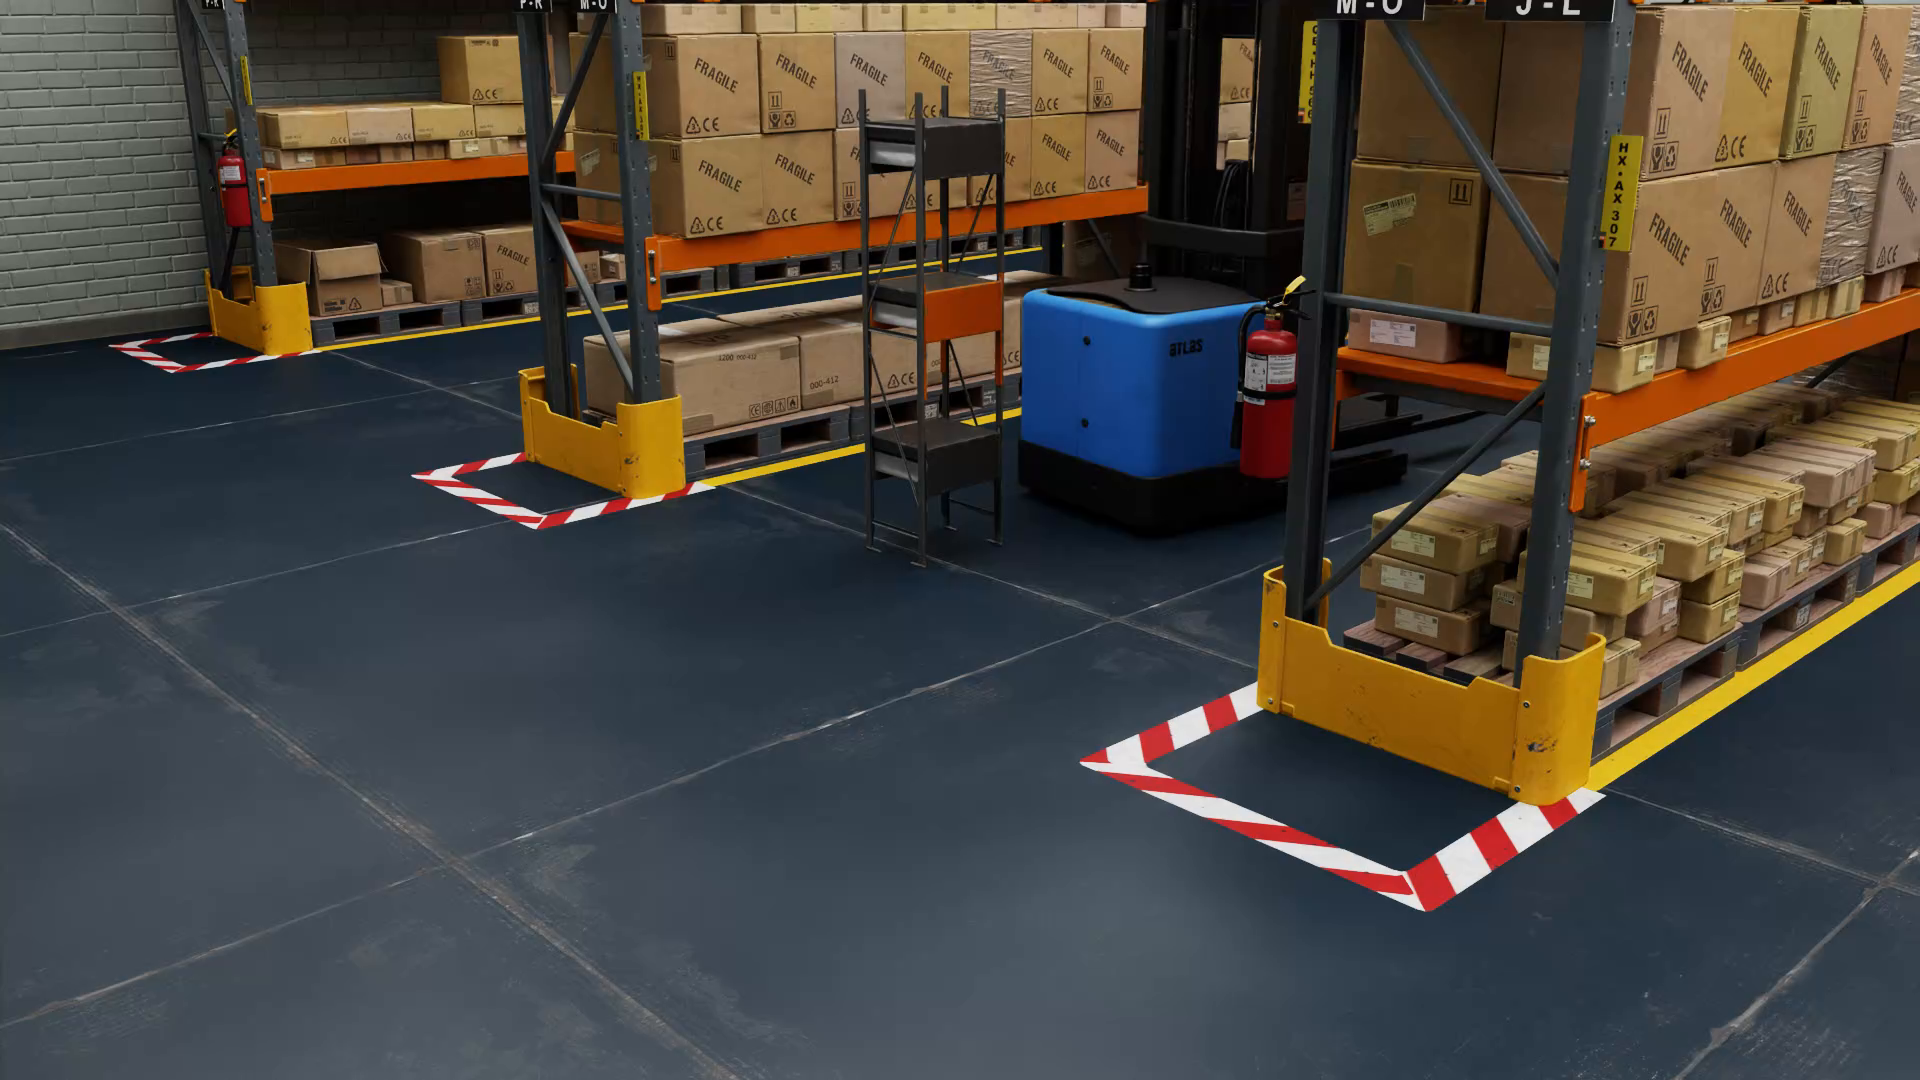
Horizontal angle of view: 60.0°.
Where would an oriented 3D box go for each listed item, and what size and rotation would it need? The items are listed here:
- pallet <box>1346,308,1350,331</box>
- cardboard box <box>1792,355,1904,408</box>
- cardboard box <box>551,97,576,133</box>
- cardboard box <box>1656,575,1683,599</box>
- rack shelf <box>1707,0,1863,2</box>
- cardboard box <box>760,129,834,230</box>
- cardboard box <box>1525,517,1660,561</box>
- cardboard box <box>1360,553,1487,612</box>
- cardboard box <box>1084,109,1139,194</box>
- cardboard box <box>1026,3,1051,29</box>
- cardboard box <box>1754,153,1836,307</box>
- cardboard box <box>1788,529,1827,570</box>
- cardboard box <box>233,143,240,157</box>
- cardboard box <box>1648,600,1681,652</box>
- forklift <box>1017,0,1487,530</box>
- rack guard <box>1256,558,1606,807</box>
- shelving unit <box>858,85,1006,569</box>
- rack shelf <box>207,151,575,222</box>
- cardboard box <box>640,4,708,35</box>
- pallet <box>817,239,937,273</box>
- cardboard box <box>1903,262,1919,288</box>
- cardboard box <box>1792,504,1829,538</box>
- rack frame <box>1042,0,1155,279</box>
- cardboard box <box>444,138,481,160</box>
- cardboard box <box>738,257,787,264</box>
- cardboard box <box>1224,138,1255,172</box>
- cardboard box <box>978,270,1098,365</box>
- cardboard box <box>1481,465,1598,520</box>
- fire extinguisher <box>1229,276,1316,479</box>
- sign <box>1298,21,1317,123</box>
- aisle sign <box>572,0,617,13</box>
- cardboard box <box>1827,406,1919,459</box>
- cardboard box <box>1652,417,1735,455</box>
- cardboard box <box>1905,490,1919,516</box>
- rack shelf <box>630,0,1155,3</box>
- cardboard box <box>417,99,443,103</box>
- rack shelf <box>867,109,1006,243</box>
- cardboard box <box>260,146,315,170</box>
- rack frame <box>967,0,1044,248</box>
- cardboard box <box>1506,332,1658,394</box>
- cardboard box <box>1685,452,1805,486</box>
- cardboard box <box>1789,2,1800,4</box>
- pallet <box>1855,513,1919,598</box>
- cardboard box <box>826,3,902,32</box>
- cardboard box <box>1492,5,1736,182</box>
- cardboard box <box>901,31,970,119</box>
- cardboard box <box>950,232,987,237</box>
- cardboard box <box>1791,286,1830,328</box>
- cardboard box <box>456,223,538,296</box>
[{"bbox_3d":[2.363,-1.763,13.079,1.213,0.211,1.003,-16,24,-41],"label":"pallet"},{"bbox_3d":[4.807,-0.785,8.914,0.500,0.500,0.500,-17,24,-42],"label":"cardboard box"},{"bbox_3d":[-3.373,-3.456,13.541,0.500,0.250,0.500,-16,24,-41],"label":"cardboard box"},{"bbox_3d":[2.447,0.131,6.176,0.250,0.149,0.380,-16,24,-40],"label":"cardboard box"},{"bbox_3d":[8.234,-5.852,17.475,4.000,0.370,1.077,-16,24,-41],"label":"rack shelf"},{"bbox_3d":[-1.044,-2.000,9.126,0.500,0.500,0.500,-17,24,-42],"label":"cardboard box"},{"bbox_3d":[2.267,0.040,5.975,0.250,0.149,0.380,-16,24,-40],"label":"cardboard box"},{"bbox_3d":[1.723,0.126,6.192,0.250,0.149,0.380,-17,25,-42],"label":"cardboard box"},{"bbox_3d":[0.806,-2.541,10.796,0.500,0.500,0.500,-16,24,-40],"label":"cardboard box"},{"bbox_3d":[0.337,-3.204,10.168,0.250,0.149,0.380,-17,24,-41],"label":"cardboard box"},{"bbox_3d":[2.787,-1.156,6.041,0.500,0.500,0.500,-16,24,-40],"label":"cardboard box"},{"bbox_3d":[3.403,0.014,7.018,0.250,0.149,0.380,-16,24,-40],"label":"cardboard box"},{"bbox_3d":[-5.296,-2.924,12.546,0.250,0.149,0.380,-17,24,-41],"label":"cardboard box"},{"bbox_3d":[2.446,0.276,6.212,0.250,0.149,0.380,-16,24,-40],"label":"cardboard box"},{"bbox_3d":[1.787,-1.783,8.731,3.031,2.935,1.130,-13,22,-34],"label":"forklift"},{"bbox_3d":[1.591,0.460,5.756,0.348,0.500,1.175,-16,24,-41],"label":"rack guard"},{"bbox_3d":[-0.120,-0.964,7.553,0.503,2.100,0.431,-16,24,-41],"label":"shelving unit"},{"bbox_3d":[-3.899,-2.994,13.523,4.000,0.370,1.077,-16,24,-41],"label":"rack shelf"},{"bbox_3d":[-1.491,-2.646,8.448,0.250,0.149,0.380,-16,24,-40],"label":"cardboard box"},{"bbox_3d":[-0.994,-2.874,16.508,1.213,0.211,1.003,-16,24,-41],"label":"pallet"},{"bbox_3d":[4.048,-1.206,7.249,0.250,0.149,0.380,-15,23,-39],"label":"cardboard box"},{"bbox_3d":[3.431,-0.145,7.029,0.380,0.149,0.250,17,24,41],"label":"cardboard box"},{"bbox_3d":[0.967,-2.649,11.291,0.127,3.000,1.000,-16,24,-41],"label":"rack frame"},{"bbox_3d":[-3.954,-3.063,12.976,0.380,0.149,0.250,17,25,42],"label":"cardboard box"},{"bbox_3d":[-1.939,-2.823,15.201,0.500,0.500,0.500,-15,23,-38],"label":"cardboard box"},{"bbox_3d":[1.844,-2.721,11.758,0.500,0.250,0.500,-17,25,-42],"label":"cardboard box"},{"bbox_3d":[0.438,-1.521,11.285,0.875,0.438,0.875,-17,24,-42],"label":"cardboard box"},{"bbox_3d":[2.301,-0.173,6.632,0.380,0.149,0.250,17,24,42],"label":"cardboard box"},{"bbox_3d":[1.035,-0.549,5.545,0.183,0.674,0.296,-16,24,-41],"label":"fire extinguisher"},{"bbox_3d":[1.169,-1.543,5.491,0.005,0.325,0.100,-16,24,-41],"label":"sign"},{"bbox_3d":[-1.792,-2.958,8.028,0.004,0.787,0.394,-16,24,-41],"label":"aisle sign"},{"bbox_3d":[4.204,-0.491,7.612,0.250,0.149,0.380,-16,24,-40],"label":"cardboard box"},{"bbox_3d":[3.244,-0.455,7.502,0.250,0.149,0.380,-16,24,-40],"label":"cardboard box"},{"bbox_3d":[4.391,-0.245,7.819,0.250,0.149,0.380,-16,24,-40],"label":"cardboard box"},{"bbox_3d":[-0.486,-3.310,9.632,4.000,0.370,1.077,-16,24,-41],"label":"rack shelf"},{"bbox_3d":[-4.081,-3.463,13.564,0.500,0.250,0.500,-16,24,-41],"label":"cardboard box"},{"bbox_3d":[-0.120,-1.617,7.341,0.480,0.518,0.431,-16,24,-41],"label":"rack shelf"},{"bbox_3d":[-4.925,-2.801,12.169,0.250,0.149,0.380,-16,24,-41],"label":"cardboard box"},{"bbox_3d":[0.461,-4.608,17.333,0.127,3.000,1.000,-16,24,-41],"label":"rack frame"},{"bbox_3d":[1.996,-0.589,5.345,0.250,0.149,0.380,-17,24,-41],"label":"cardboard box"},{"bbox_3d":[3.209,-0.233,6.816,0.250,0.149,0.380,-16,24,-41],"label":"cardboard box"},{"bbox_3d":[8.335,-5.388,17.473,0.500,0.500,0.700,-16,24,-41],"label":"cardboard box"},{"bbox_3d":[3.978,-0.084,7.902,1.213,0.211,1.003,-16,24,-41],"label":"pallet"},{"bbox_3d":[-0.538,-2.918,9.285,0.250,0.149,0.380,-16,24,-40],"label":"cardboard box"},{"bbox_3d":[2.044,-1.414,5.216,0.500,0.500,0.500,-16,24,-41],"label":"cardboard box"},{"bbox_3d":[-0.293,-2.690,9.635,0.500,0.500,0.500,-16,24,-41],"label":"cardboard box"},{"bbox_3d":[-0.069,-3.377,16.909,0.500,0.500,0.500,-17,24,-42],"label":"cardboard box"},{"bbox_3d":[3.094,-0.931,6.400,0.250,0.149,0.380,-15,23,-39],"label":"cardboard box"},{"bbox_3d":[-3.742,-2.294,13.568,0.500,0.500,0.500,-16,24,-40],"label":"cardboard box"}]
